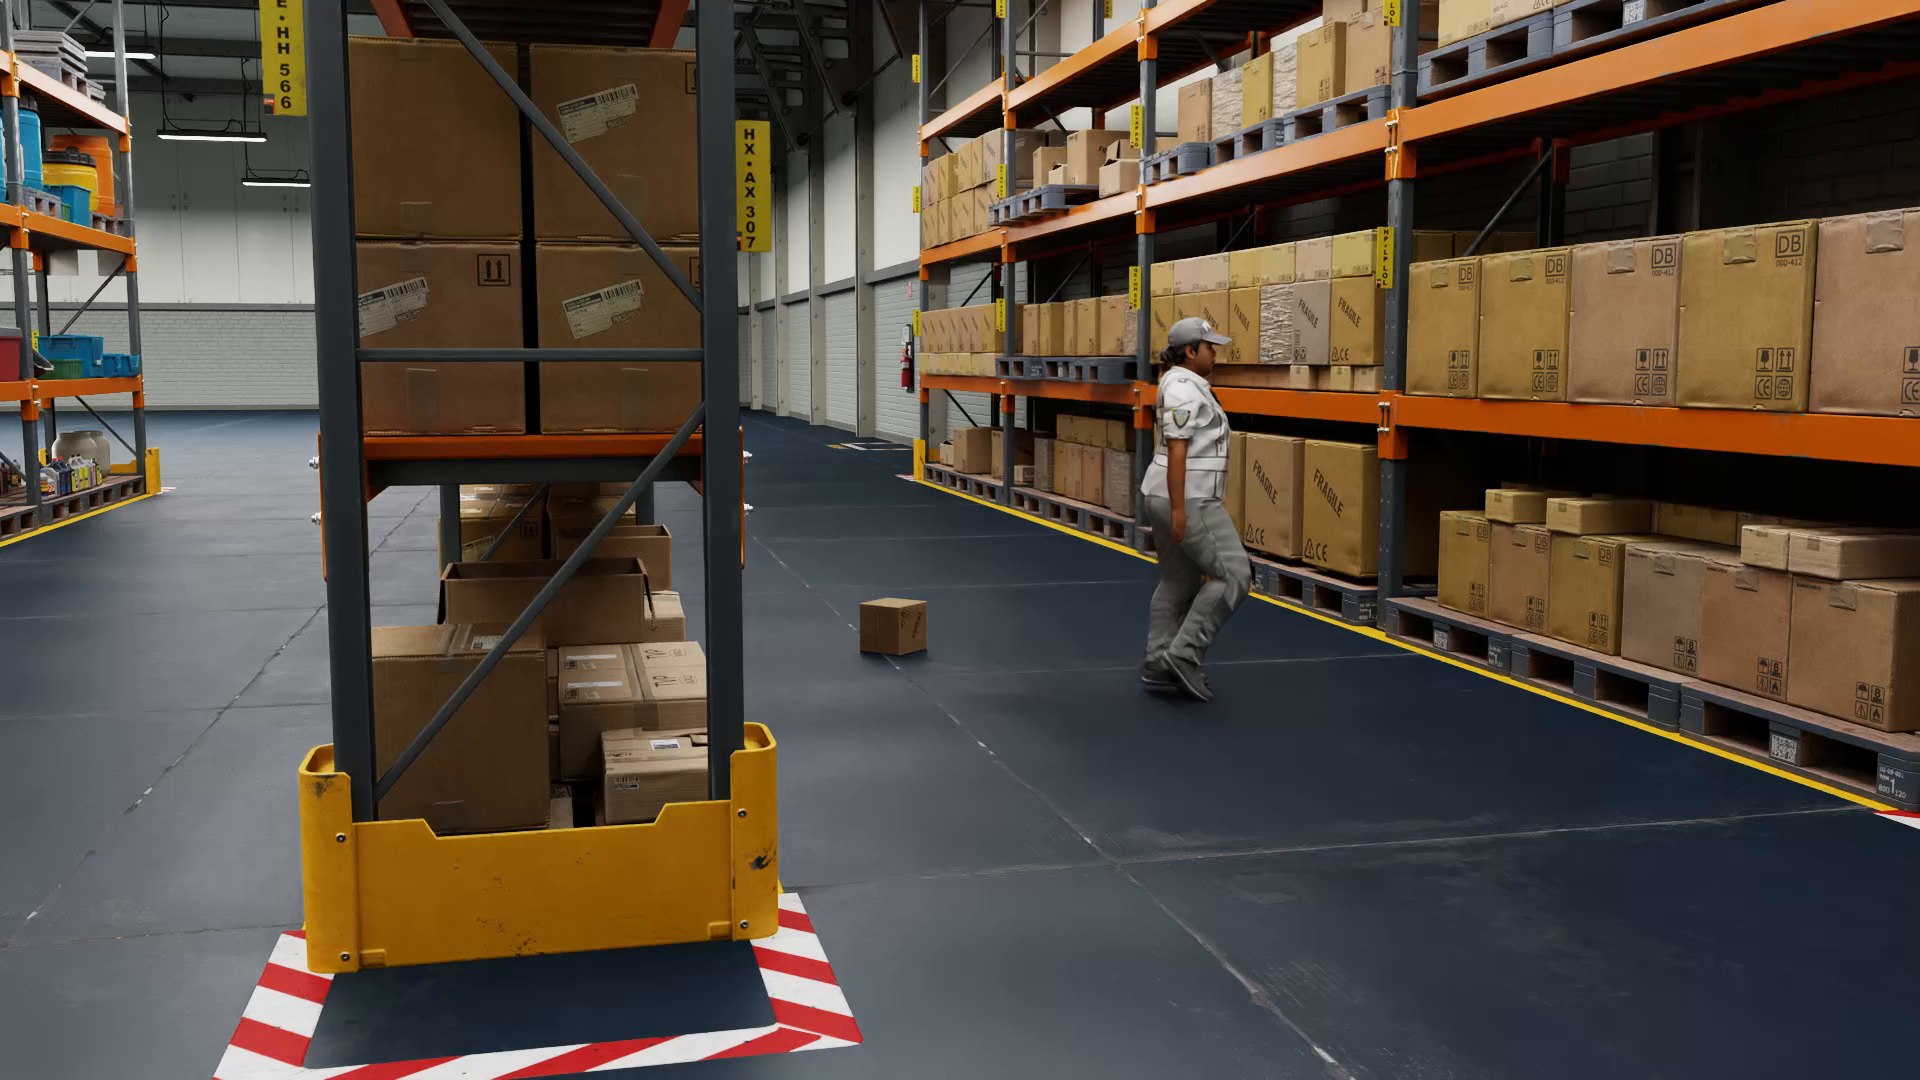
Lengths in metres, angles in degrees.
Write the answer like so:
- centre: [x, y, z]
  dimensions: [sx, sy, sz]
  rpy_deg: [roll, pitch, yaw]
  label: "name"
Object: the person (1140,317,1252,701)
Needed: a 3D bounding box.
- centre: [1.042, -0.135, 7.399]
  dimensions: [0.466, 1.698, 0.496]
  rpy_deg: [0, 6, 1]
  label: "person"
